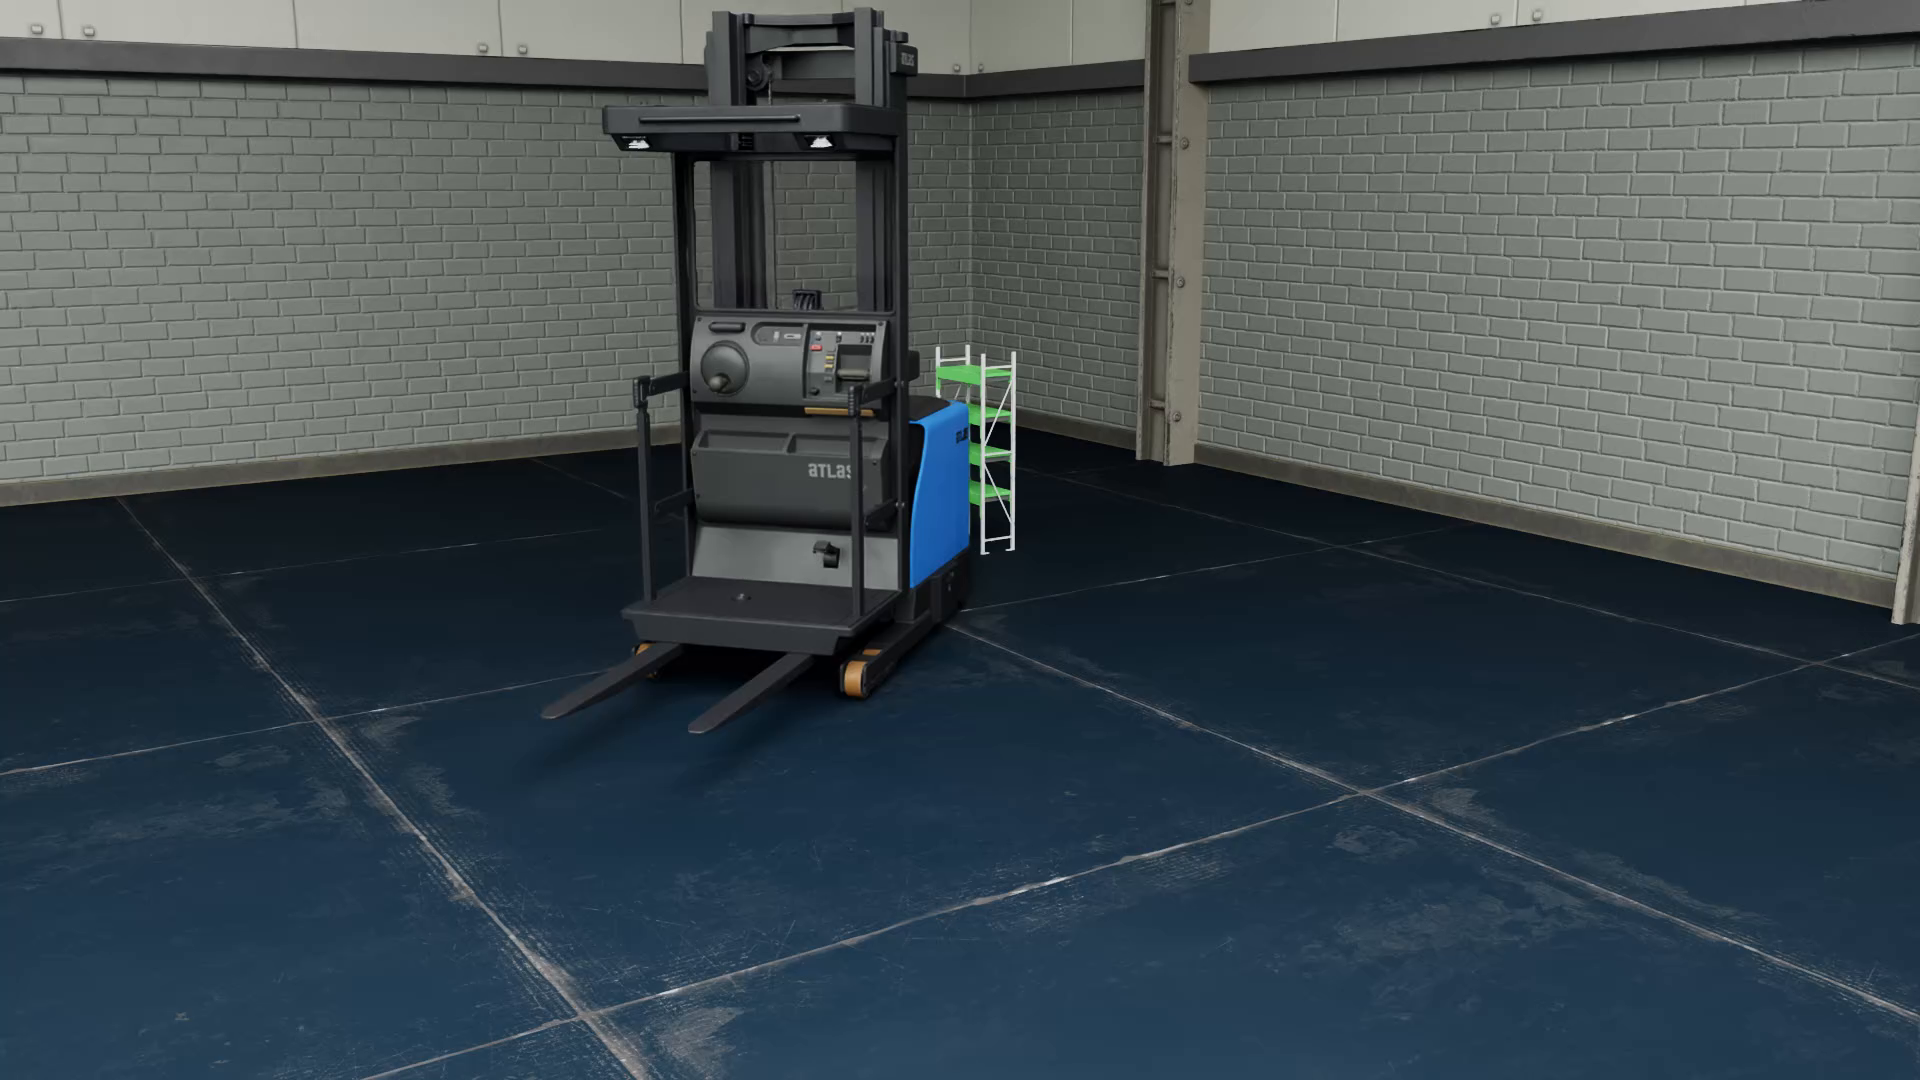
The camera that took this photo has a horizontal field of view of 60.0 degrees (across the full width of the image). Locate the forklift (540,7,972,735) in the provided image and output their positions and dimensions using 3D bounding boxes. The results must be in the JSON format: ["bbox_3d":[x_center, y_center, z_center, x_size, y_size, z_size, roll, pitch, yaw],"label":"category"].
[{"bbox_3d":[-0.840,-0.838,7.331,1.130,2.935,3.031,4,13,16],"label":"forklift"}]

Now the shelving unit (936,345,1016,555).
[{"bbox_3d":[0.092,-0.557,10.099,0.258,1.200,0.503,-8,15,-33],"label":"shelving unit"}]

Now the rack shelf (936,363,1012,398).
[{"bbox_3d":[0.092,-0.963,10.010,0.258,0.148,0.480,-8,15,-33],"label":"rack shelf"}]

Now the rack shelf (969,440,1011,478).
[{"bbox_3d":[0.092,-0.494,10.113,0.258,0.148,0.480,-8,15,-33],"label":"rack shelf"}]

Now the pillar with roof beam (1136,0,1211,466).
[{"bbox_3d":[-1.942,-4.519,9.961,9.100,9.000,0.400,-8,15,-33],"label":"pillar with roof beam"}]

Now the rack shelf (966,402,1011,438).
[{"bbox_3d":[0.092,-0.729,10.061,0.258,0.148,0.480,-8,15,-33],"label":"rack shelf"}]

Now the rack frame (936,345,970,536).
[{"bbox_3d":[-0.043,-0.600,10.297,0.240,1.200,0.015,-8,15,-33],"label":"rack frame"}]

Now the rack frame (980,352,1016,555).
[{"bbox_3d":[0.227,-0.513,9.901,0.240,1.200,0.015,-8,15,-33],"label":"rack frame"}]

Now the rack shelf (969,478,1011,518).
[{"bbox_3d":[0.092,-0.260,10.164,0.258,0.148,0.480,-8,15,-33],"label":"rack shelf"}]
